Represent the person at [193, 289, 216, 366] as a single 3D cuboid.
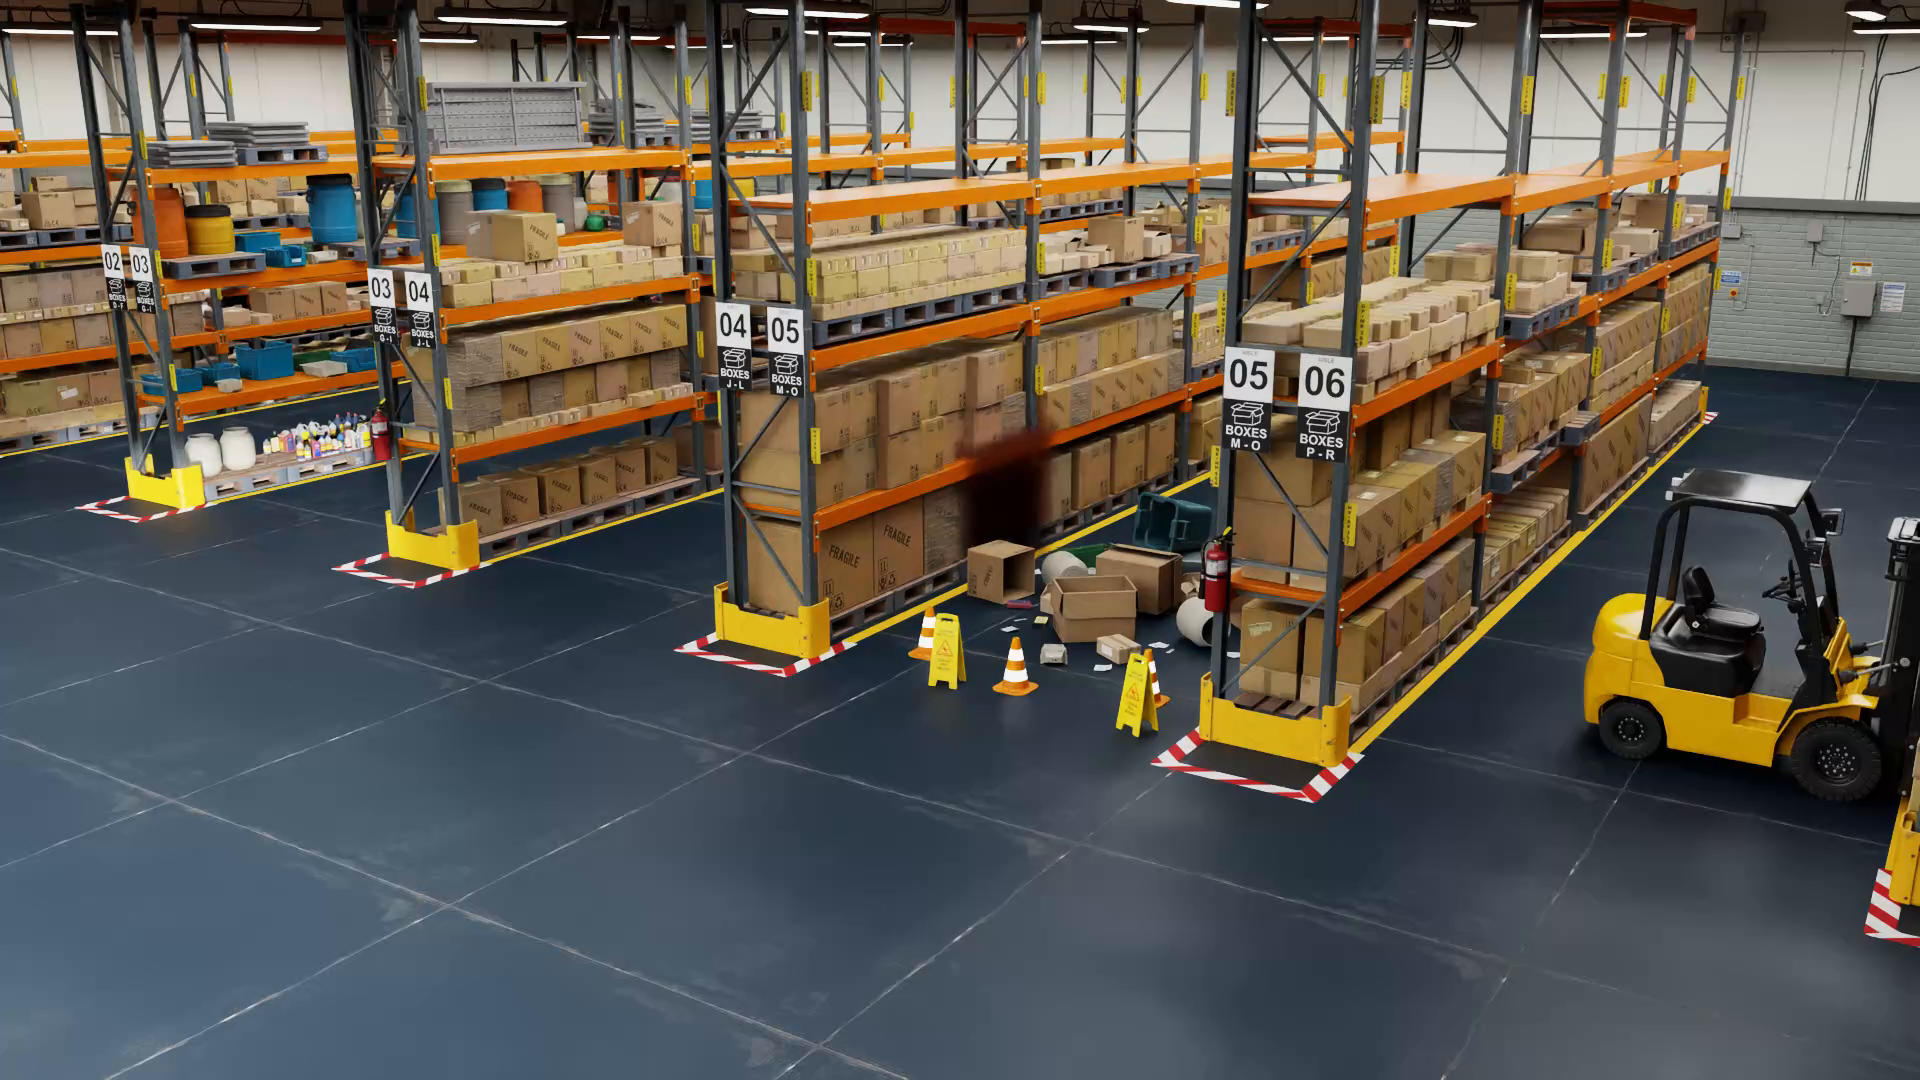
[{"bbox_3d":[-12.858,-3.385,28.144,0.592,1.747,0.684,11,19,34],"label":"person"}]
